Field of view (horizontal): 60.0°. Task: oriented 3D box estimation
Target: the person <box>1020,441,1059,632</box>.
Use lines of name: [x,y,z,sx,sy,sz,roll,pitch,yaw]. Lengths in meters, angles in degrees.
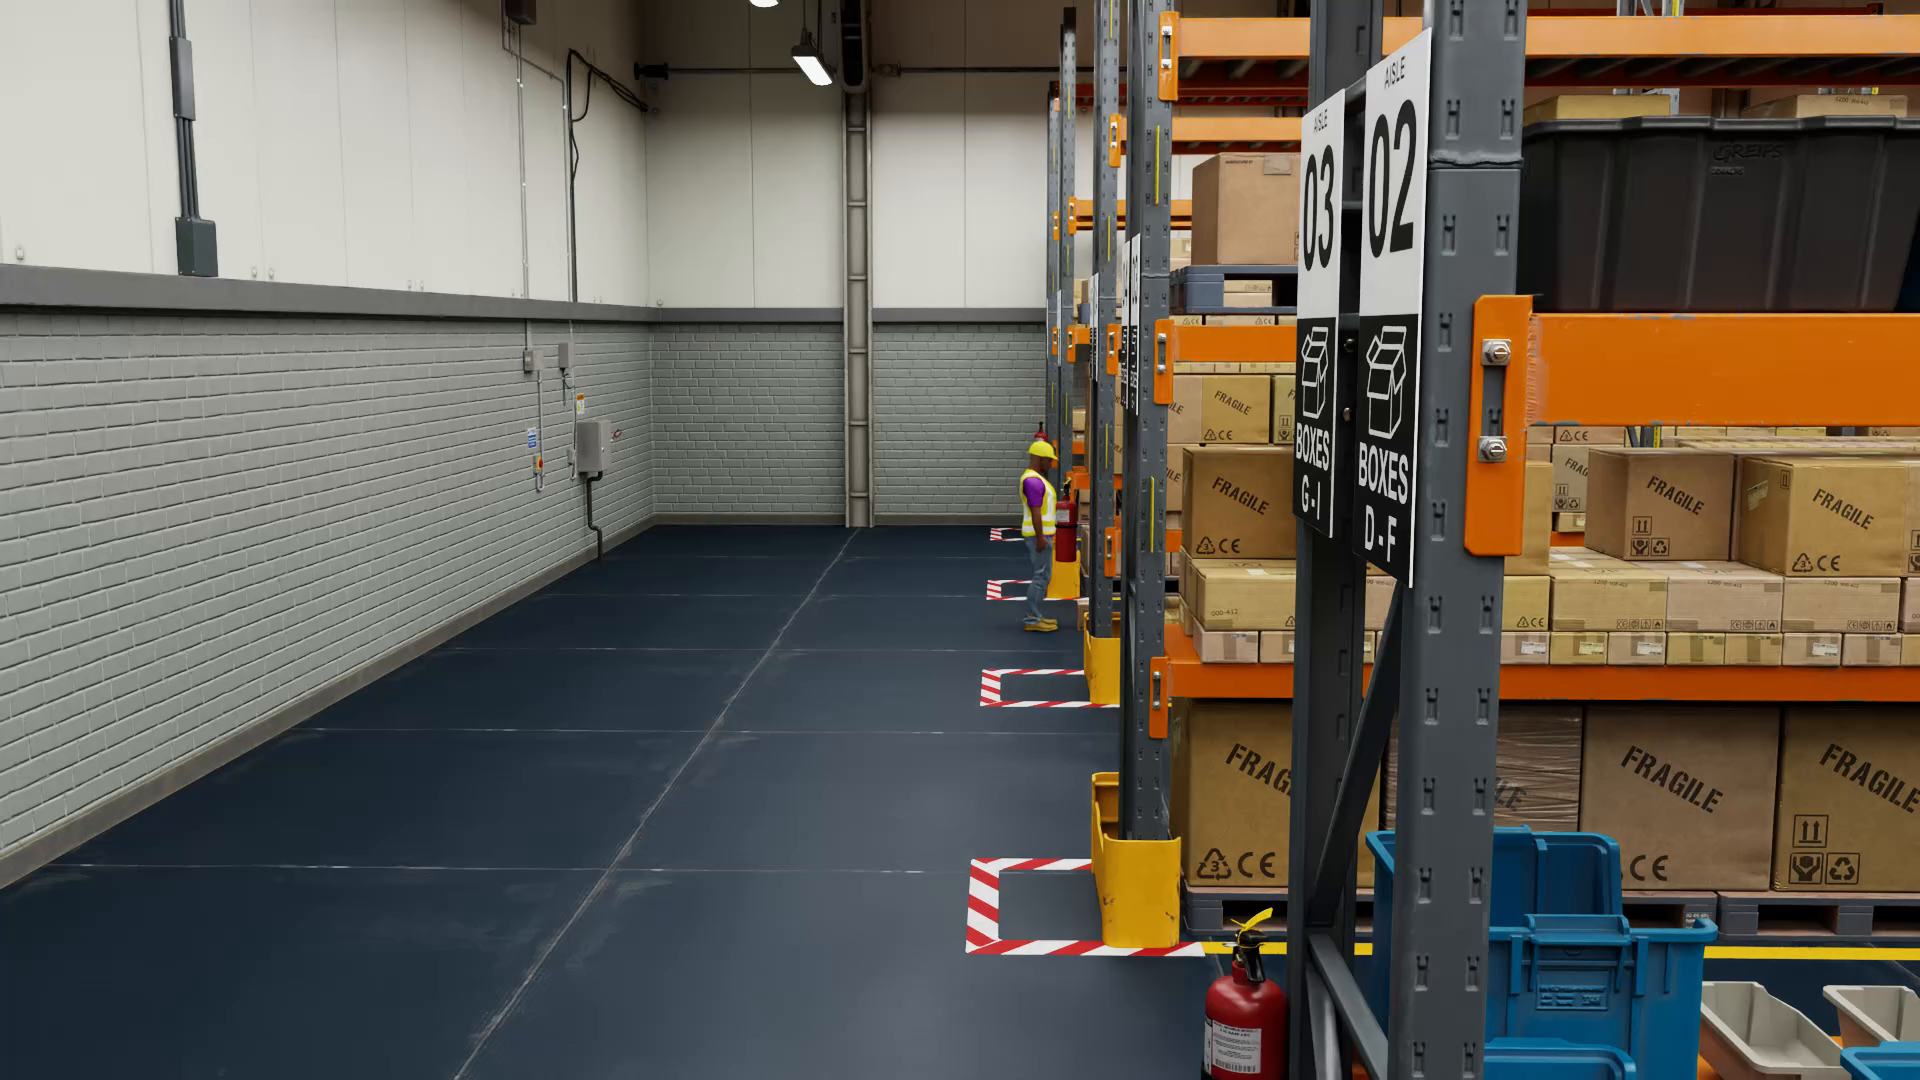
person: [0.737,-0.044,15.539,0.365,1.760,0.567,0,7,2]
